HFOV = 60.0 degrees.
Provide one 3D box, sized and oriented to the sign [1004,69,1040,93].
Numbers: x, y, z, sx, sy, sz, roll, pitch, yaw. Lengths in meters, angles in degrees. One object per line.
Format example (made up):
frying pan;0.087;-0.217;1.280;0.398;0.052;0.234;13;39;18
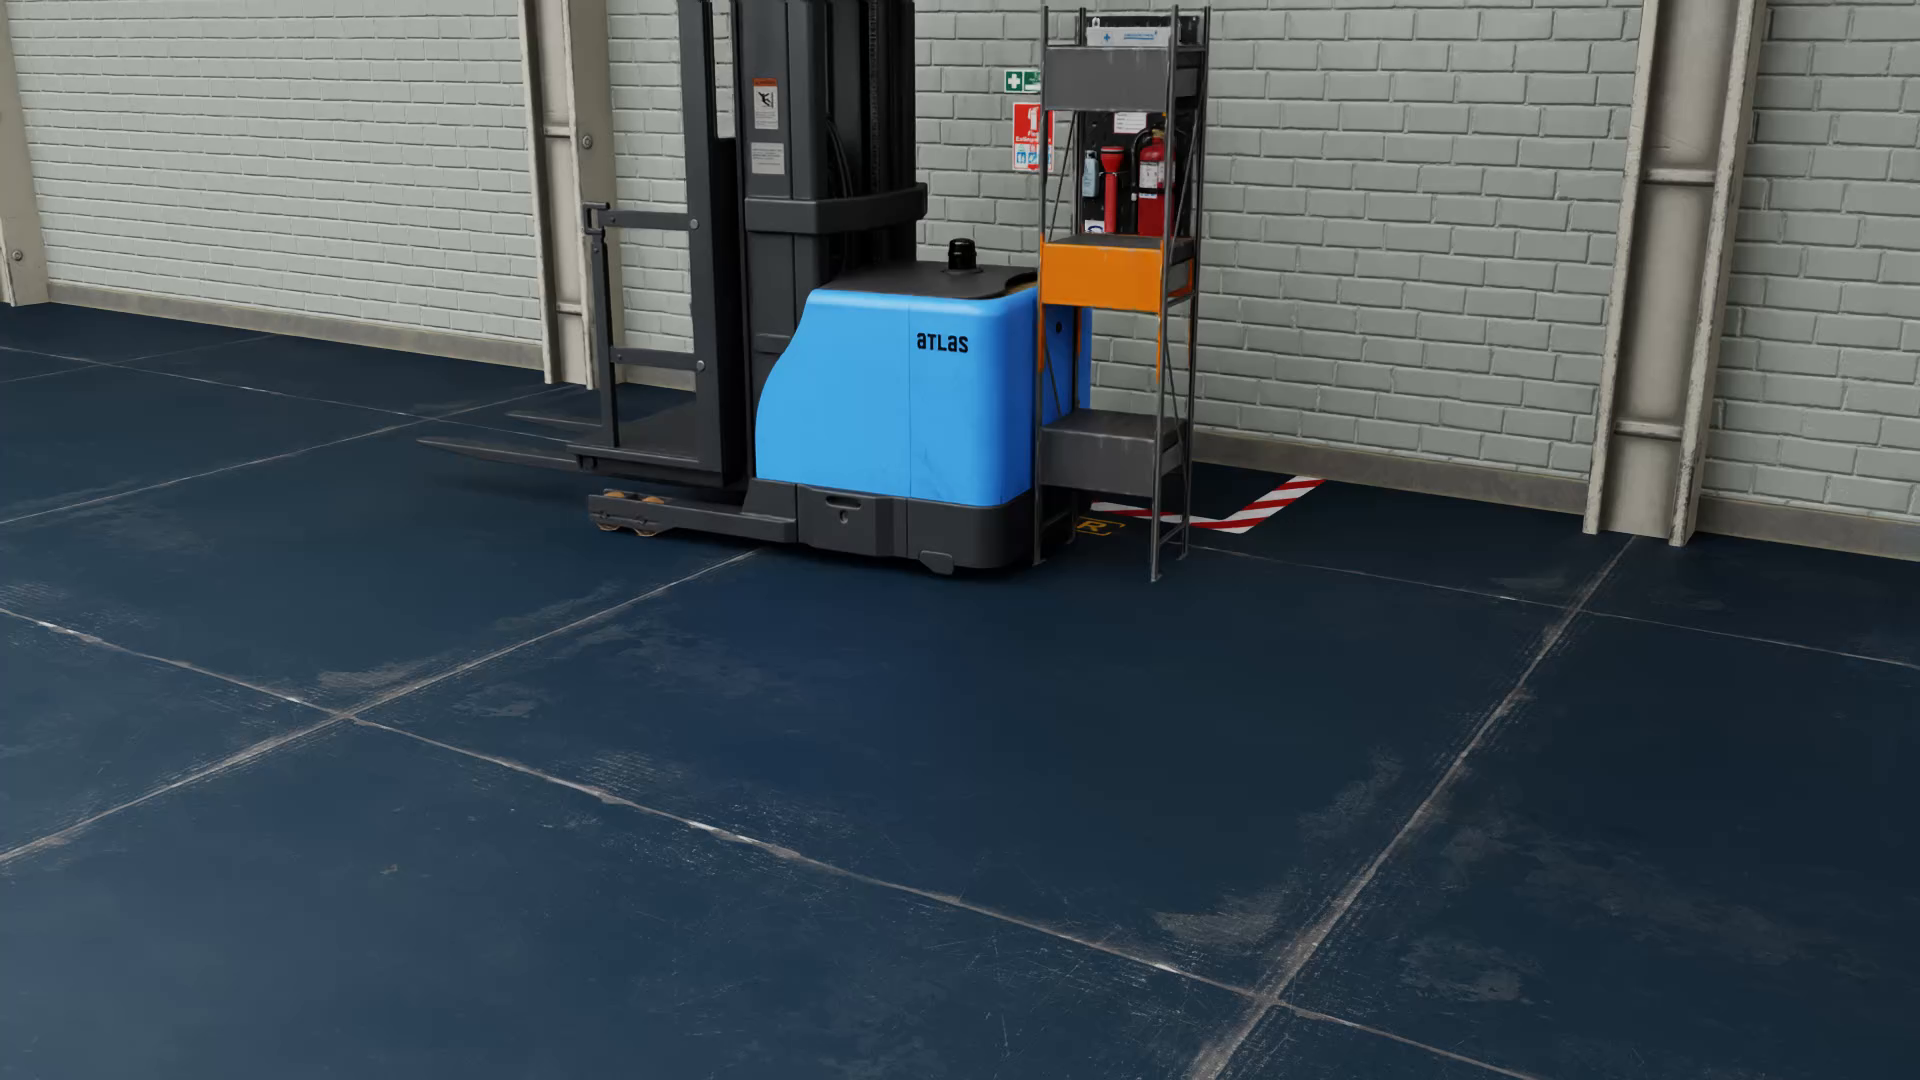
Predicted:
sign;0.360;-2.238;8.114;0.331;0.109;0.001;10;20;30

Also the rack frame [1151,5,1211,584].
rack frame;0.822;-0.891;6.200;0.015;2.100;0.400;8;19;25

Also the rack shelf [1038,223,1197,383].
rack shelf;0.602;-0.908;6.306;0.480;0.518;0.431;8;19;25

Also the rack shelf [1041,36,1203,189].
rack shelf;0.602;-1.578;6.102;0.480;0.518;0.431;8;19;25

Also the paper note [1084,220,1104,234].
paper note;0.663;-1.483;8.117;0.142;0.148;0.016;10;20;30

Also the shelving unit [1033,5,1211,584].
shelving unit;0.602;-0.921;6.302;0.503;2.100;0.431;8;19;25

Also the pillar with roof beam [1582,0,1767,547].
pillar with roof beam;0.611;-3.279;2.194;0.400;9.000;9.100;10;20;30

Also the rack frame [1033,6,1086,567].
rack frame;0.382;-0.952;6.403;0.015;2.100;0.400;8;19;25

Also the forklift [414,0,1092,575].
forklift;-0.997;-1.542;6.916;3.031;2.935;1.130;8;19;25

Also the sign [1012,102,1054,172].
sign;0.361;-1.987;8.200;0.234;0.329;0.001;10;20;30

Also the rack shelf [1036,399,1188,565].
rack shelf;0.602;-0.239;6.509;0.480;0.518;0.431;8;19;25

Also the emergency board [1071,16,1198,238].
emergency board;0.778;-1.860;7.845;0.643;1.169;0.194;10;20;30

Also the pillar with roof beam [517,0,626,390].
pillar with roof beam;-4.502;-4.192;5.198;0.400;9.000;9.100;10;20;30

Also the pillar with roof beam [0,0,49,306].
pillar with roof beam;-9.615;-5.105;8.203;0.400;9.000;9.100;10;20;30
